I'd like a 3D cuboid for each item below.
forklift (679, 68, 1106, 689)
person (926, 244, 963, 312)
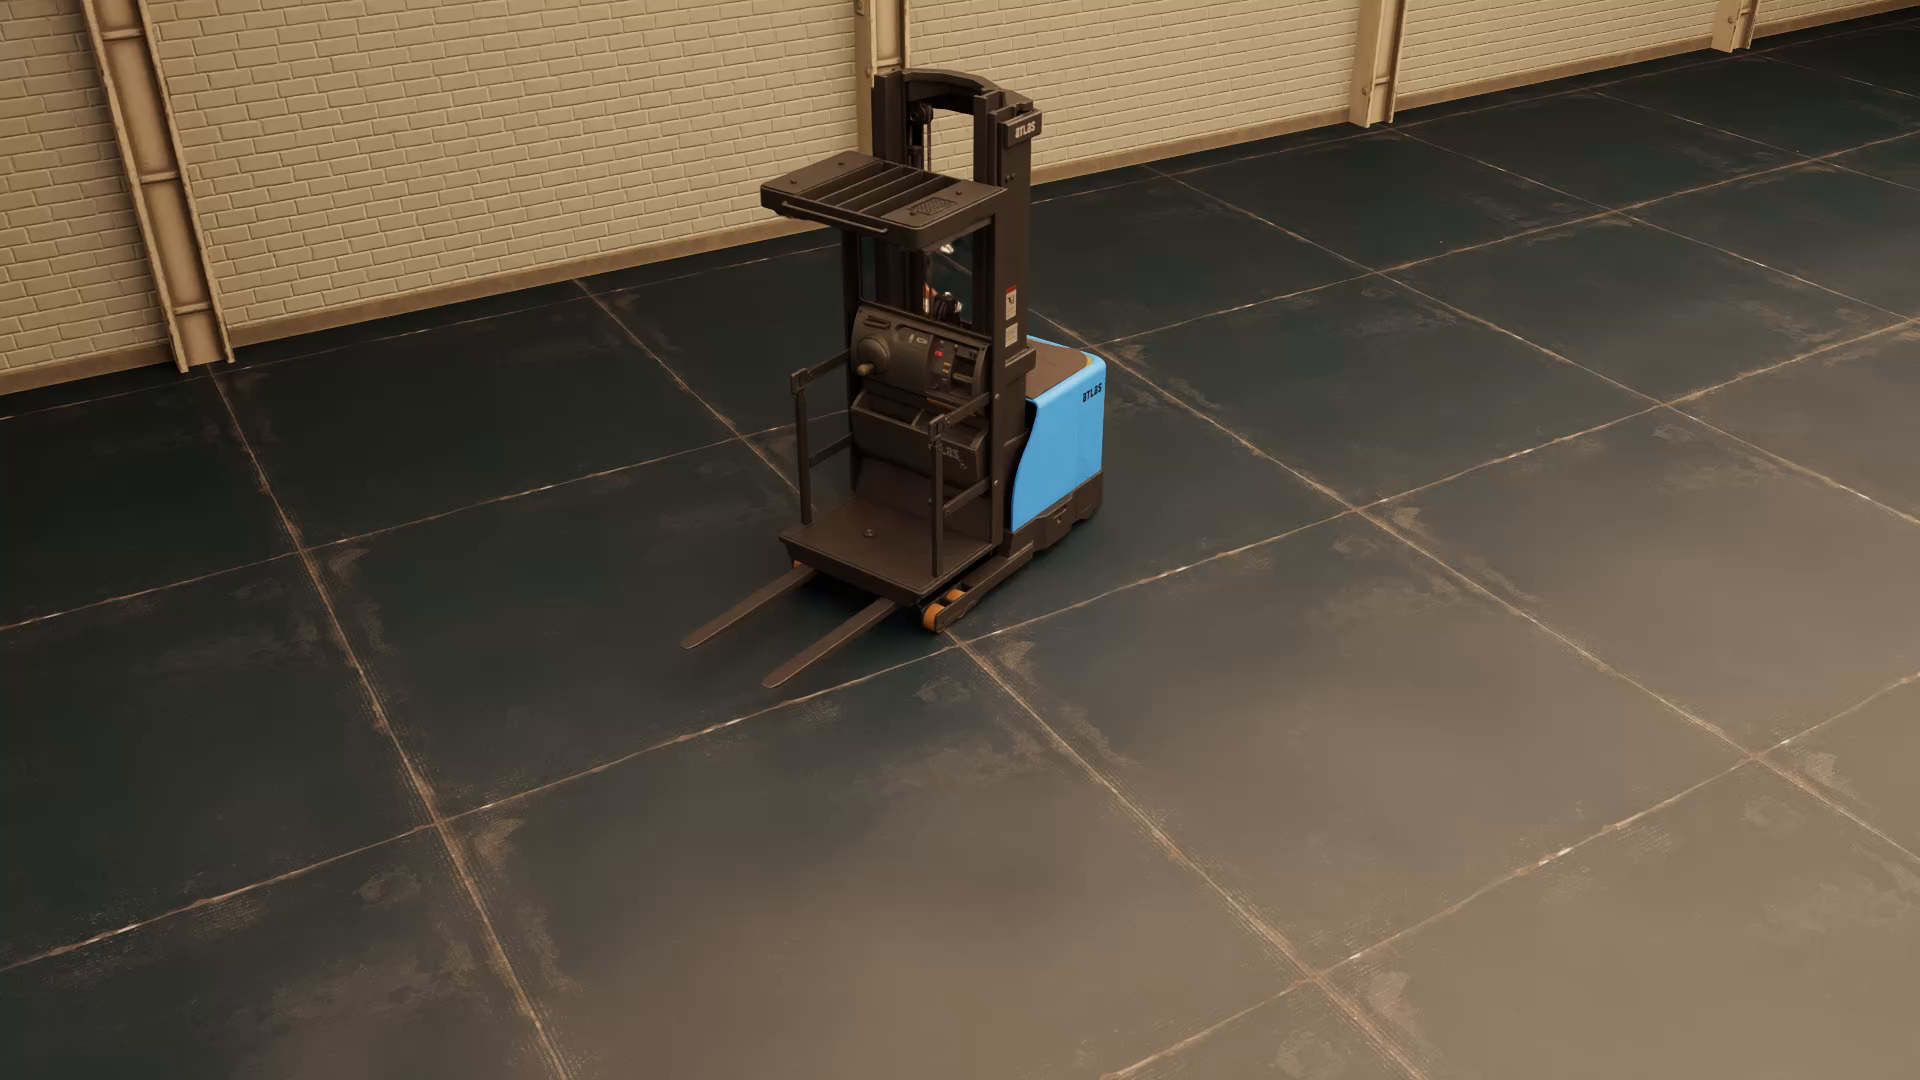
[{"bbox_3d":[-0.365,-1.007,9.329,1.130,2.935,3.031,21,37,31],"label":"forklift"},{"bbox_3d":[-0.257,-1.776,11.936,1.020,1.586,1.140,-4,31,-7],"label":"person"}]
